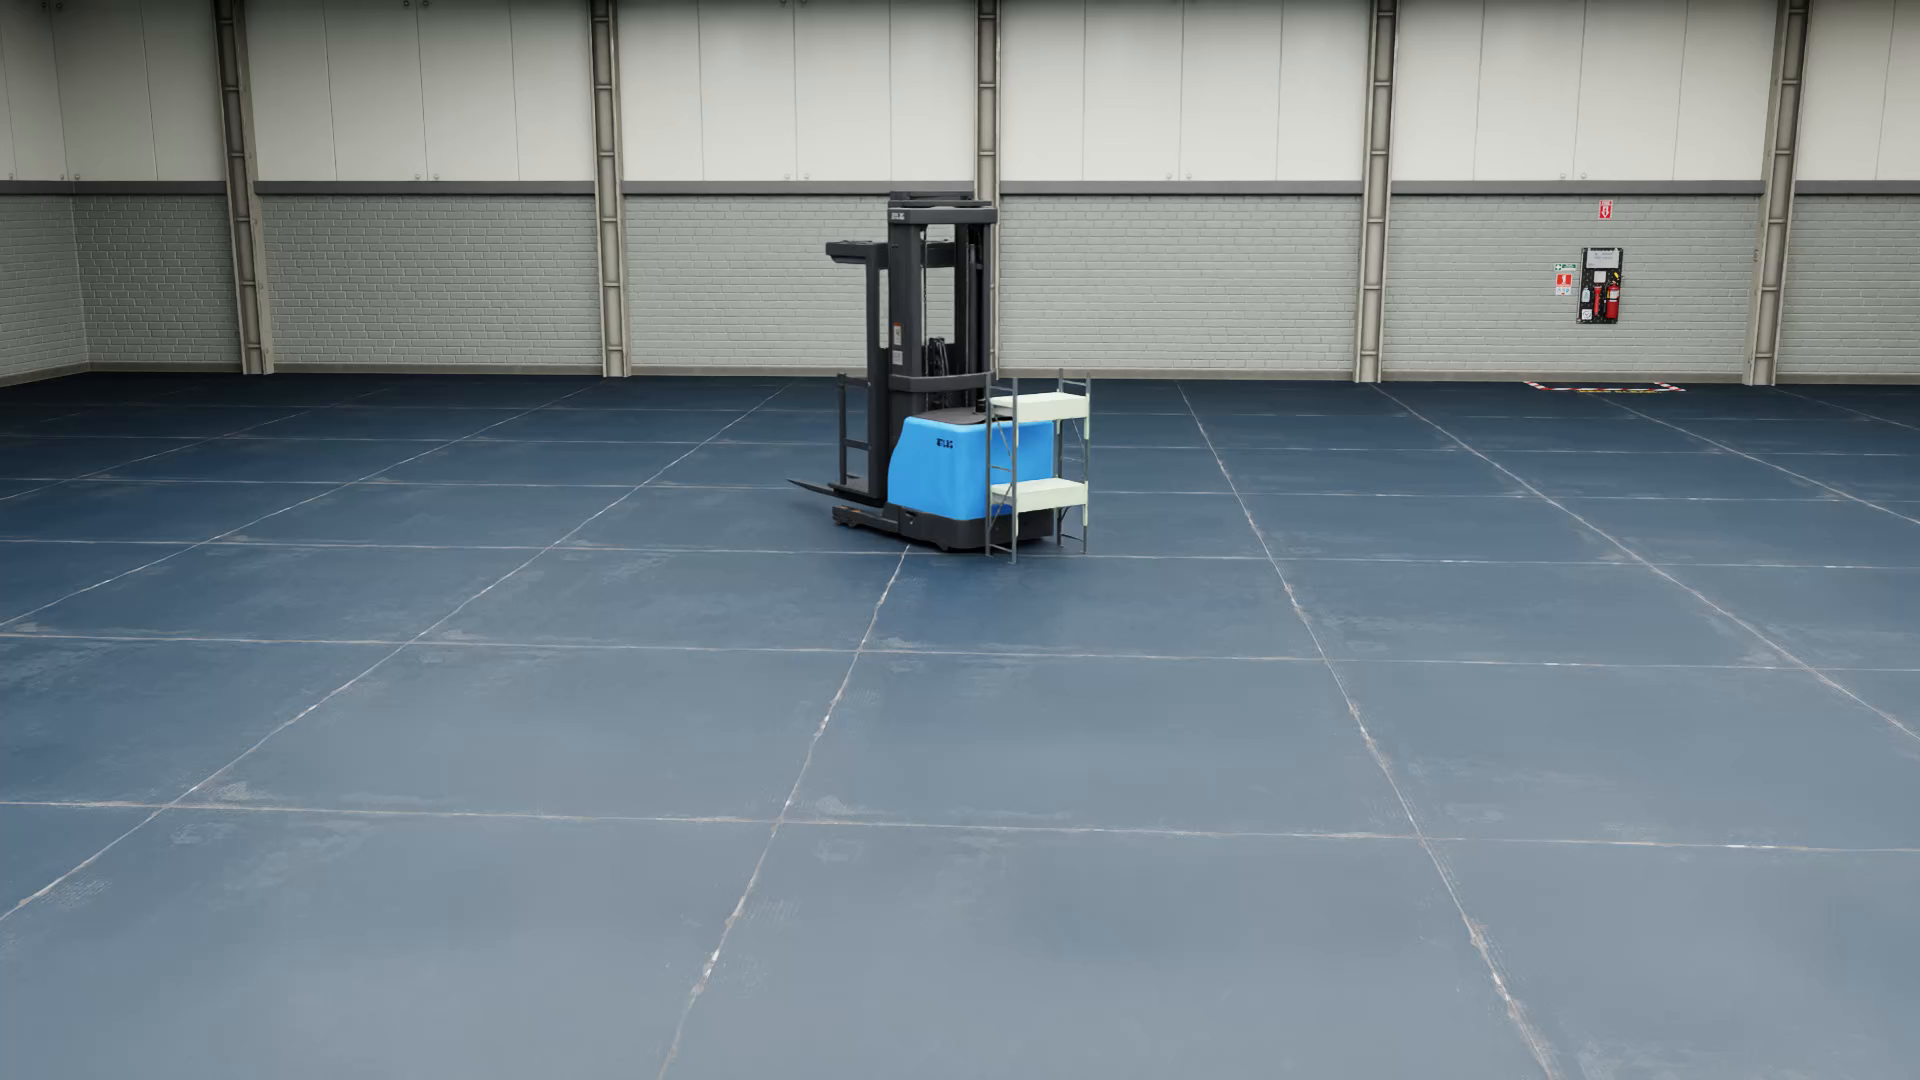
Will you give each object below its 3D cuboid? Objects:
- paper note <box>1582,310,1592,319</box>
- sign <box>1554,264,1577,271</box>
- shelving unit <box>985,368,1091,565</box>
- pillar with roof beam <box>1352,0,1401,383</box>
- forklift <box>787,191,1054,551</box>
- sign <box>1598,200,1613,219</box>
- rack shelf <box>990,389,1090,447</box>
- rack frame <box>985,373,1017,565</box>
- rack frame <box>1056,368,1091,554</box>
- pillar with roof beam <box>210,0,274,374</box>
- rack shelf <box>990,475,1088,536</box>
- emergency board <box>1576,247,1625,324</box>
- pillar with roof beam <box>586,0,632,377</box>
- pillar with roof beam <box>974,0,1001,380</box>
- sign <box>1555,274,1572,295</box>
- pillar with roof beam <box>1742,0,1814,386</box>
[{"bbox_3d":[9.761,-3.514,25.892,0.142,0.148,0.016,1,12,4],"label":"paper note"},{"bbox_3d":[9.392,-4.232,25.792,0.331,0.109,0.001,1,12,4],"label":"sign"},{"bbox_3d":[0.632,-0.610,13.522,0.755,1.500,0.431,-8,14,-33],"label":"shelving unit"},{"bbox_3d":[6.122,-6.026,21.097,0.400,9.000,9.100,1,12,4],"label":"pillar with roof beam"},{"bbox_3d":[-0.487,-1.594,14.728,1.130,2.935,3.031,-9,15,-36],"label":"forklift"},{"bbox_3d":[9.932,-5.084,25.583,0.199,0.298,0.001,1,12,4],"label":"sign"},{"bbox_3d":[0.632,-0.992,13.442,0.720,0.370,0.431,-8,14,-33],"label":"rack shelf"},{"bbox_3d":[0.329,-0.568,13.321,0.023,1.500,0.400,-8,14,-33],"label":"rack frame"},{"bbox_3d":[0.935,-0.652,13.723,0.023,1.500,0.400,-8,14,-33],"label":"rack frame"},{"bbox_3d":[-11.838,-6.272,22.275,0.400,9.000,9.100,1,12,4],"label":"pillar with roof beam"},{"bbox_3d":[0.632,-0.291,13.589,0.720,0.370,0.431,-8,14,-33],"label":"rack shelf"},{"bbox_3d":[9.933,-3.928,25.722,0.643,1.169,0.194,1,12,4],"label":"emergency board"},{"bbox_3d":[-5.851,-6.190,21.882,0.400,9.000,9.100,1,12,4],"label":"pillar with roof beam"},{"bbox_3d":[0.136,-6.108,21.490,0.400,9.000,9.100,1,12,4],"label":"pillar with roof beam"},{"bbox_3d":[9.388,-3.975,25.856,0.234,0.329,0.001,1,12,4],"label":"sign"},{"bbox_3d":[12.109,-5.944,20.705,0.400,9.000,9.100,1,12,4],"label":"pillar with roof beam"}]
